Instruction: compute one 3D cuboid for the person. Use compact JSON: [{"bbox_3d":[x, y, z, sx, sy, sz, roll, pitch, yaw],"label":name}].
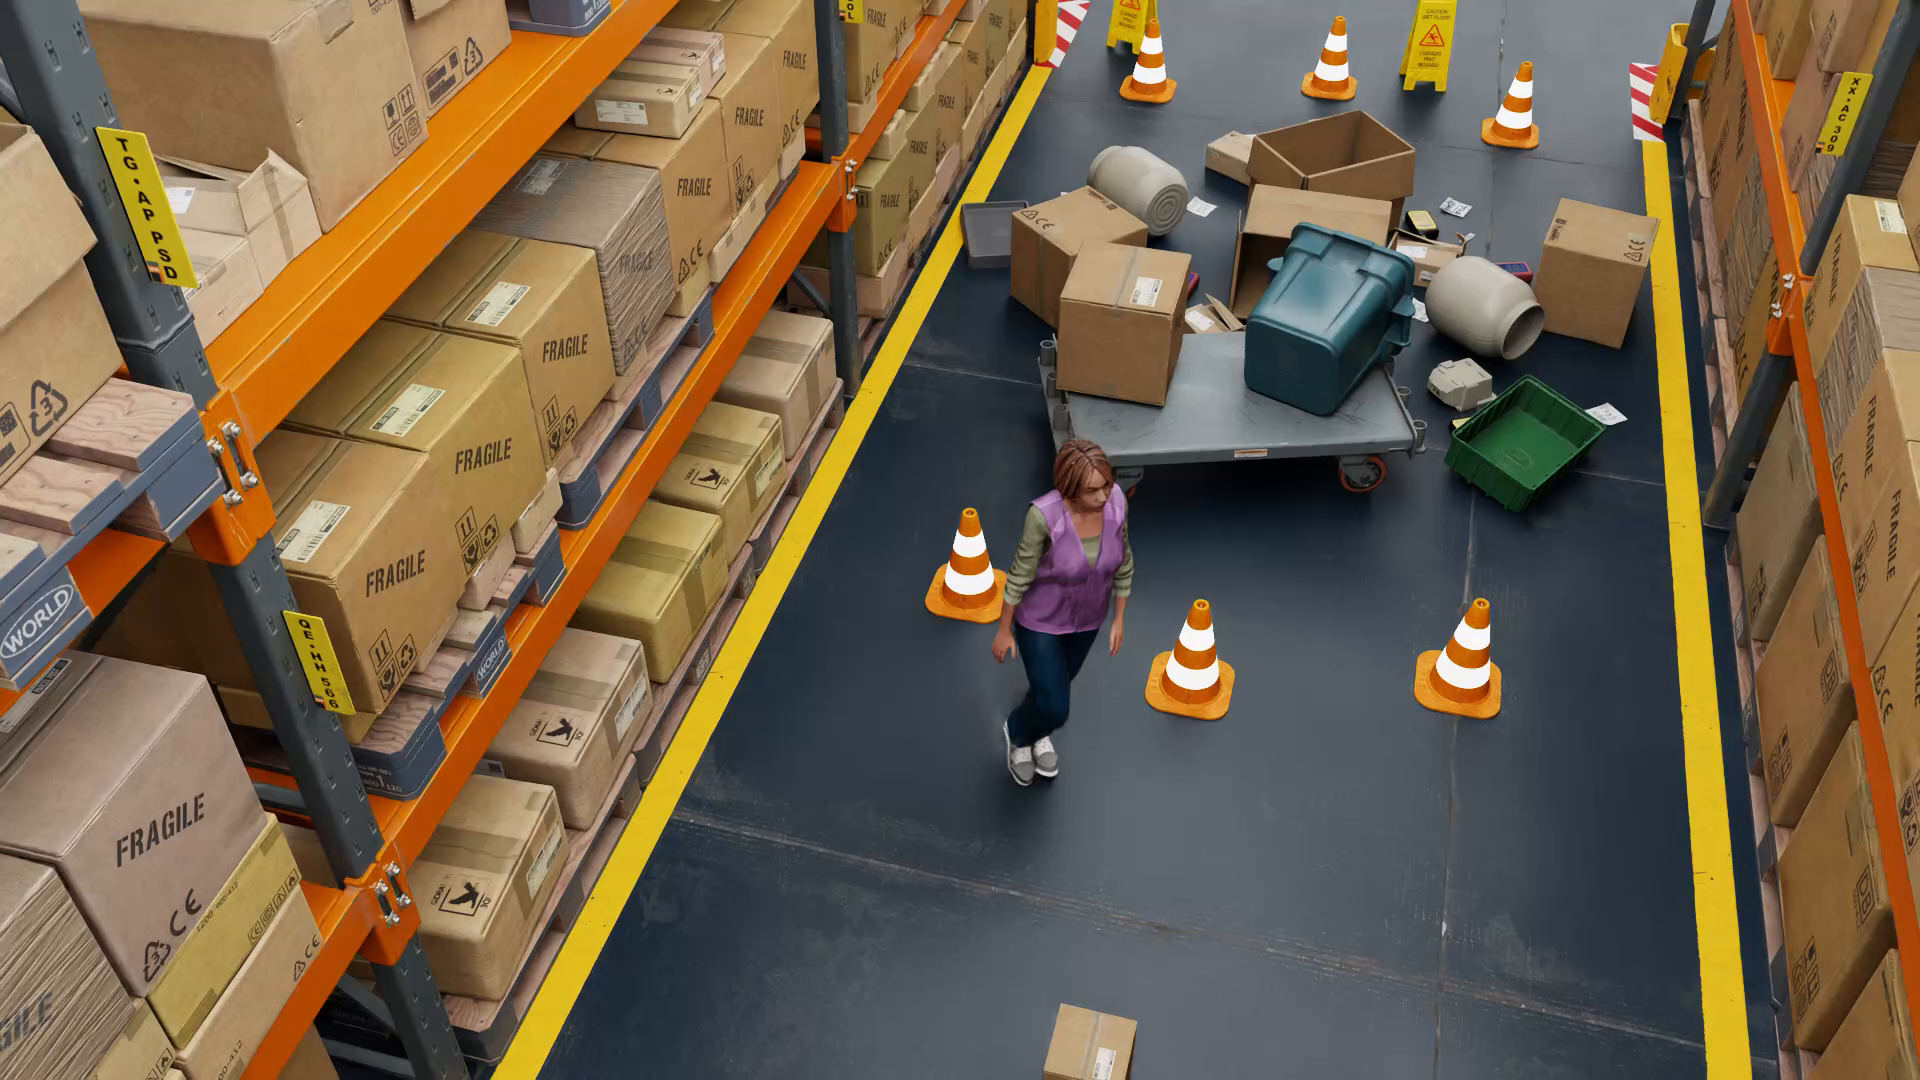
[{"bbox_3d":[0.343,0.271,5.839,0.501,1.586,0.443,-17,44,-19],"label":"person"}]
